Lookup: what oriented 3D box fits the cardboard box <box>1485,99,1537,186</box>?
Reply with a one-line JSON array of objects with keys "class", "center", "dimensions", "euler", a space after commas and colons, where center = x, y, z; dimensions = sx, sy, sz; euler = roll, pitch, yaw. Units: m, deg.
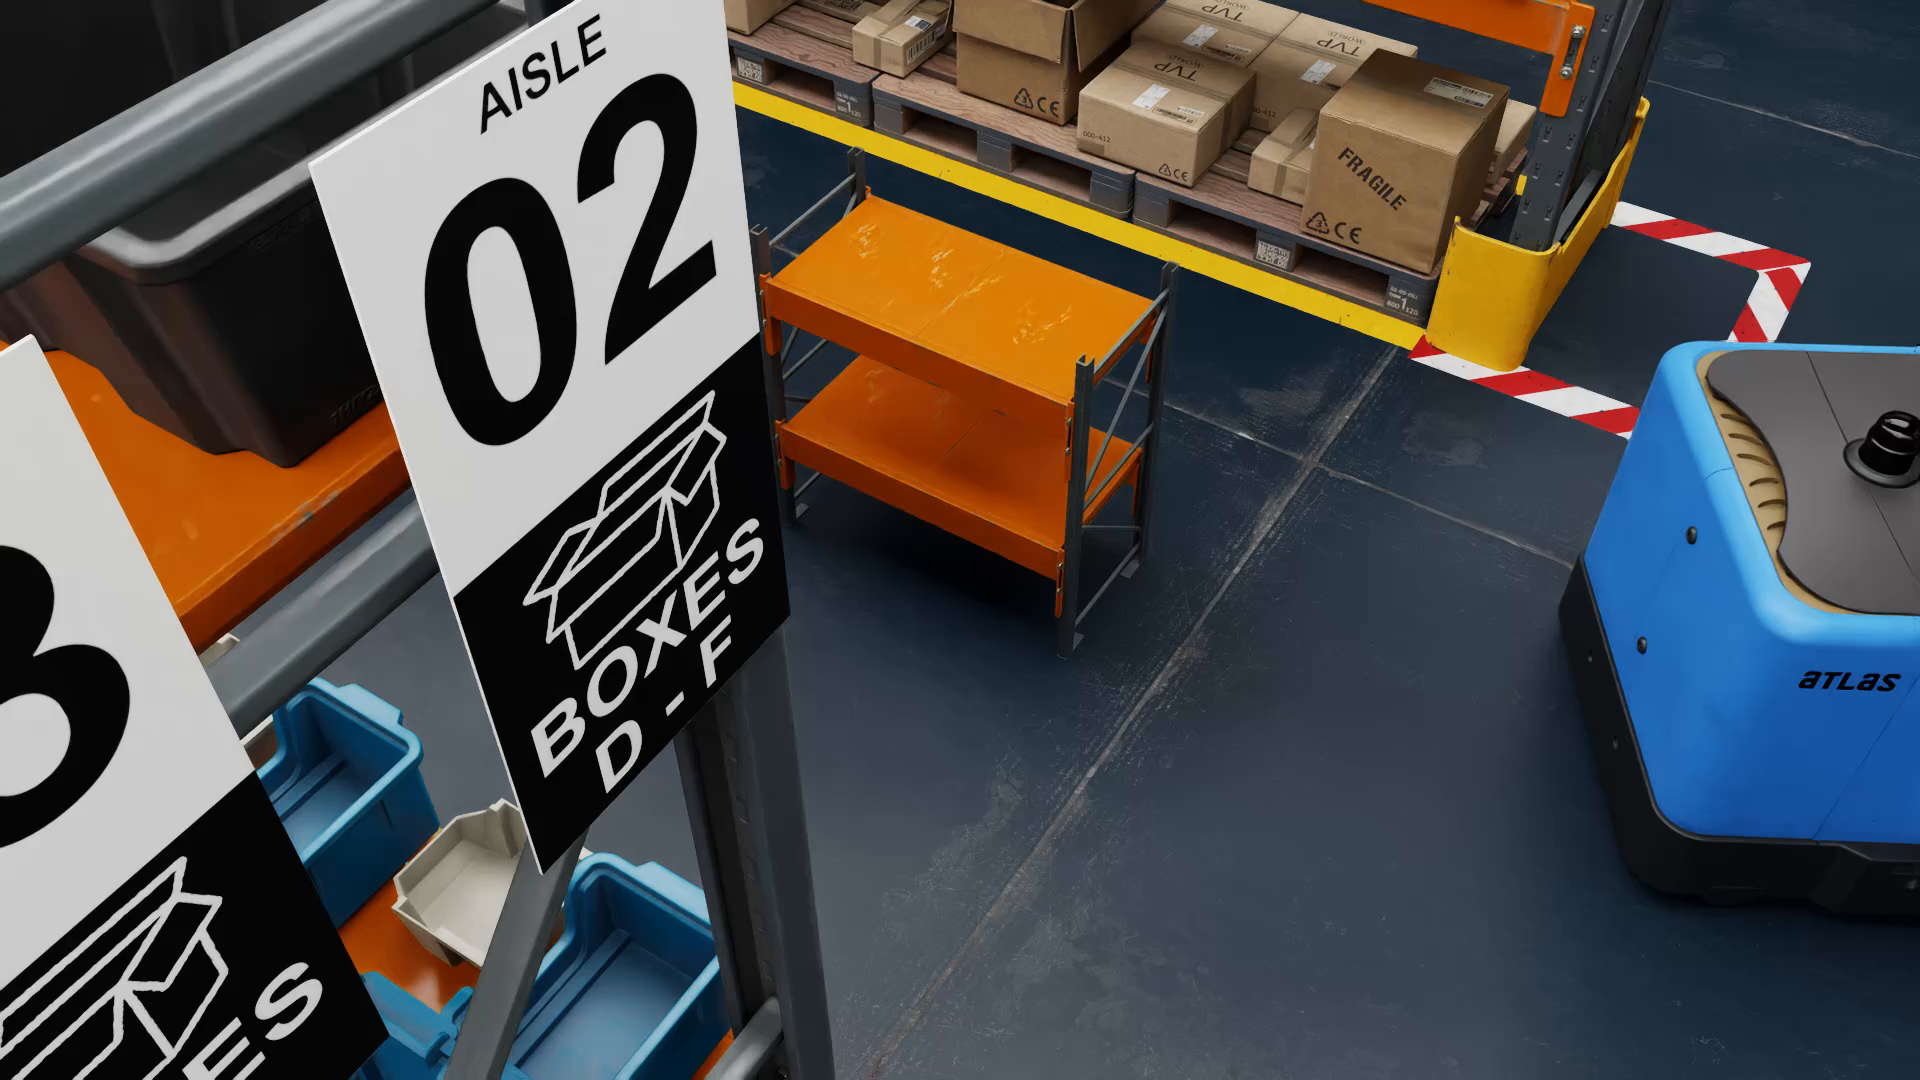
[{"class": "cardboard box", "center": [1.997, -1.535, 6.331], "dimensions": [0.250, 0.149, 0.380], "euler": [25, 51, 22]}]

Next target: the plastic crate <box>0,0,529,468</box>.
[{"class": "plastic crate", "center": [-0.687, -0.334, 1.483], "dimensions": [0.590, 0.269, 0.497], "euler": [25, 51, 22]}]

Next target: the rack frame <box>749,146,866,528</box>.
[{"class": "rack frame", "center": [-0.422, -0.586, 5.035], "dimensions": [0.032, 1.125, 0.500], "euler": [25, 51, 22]}]

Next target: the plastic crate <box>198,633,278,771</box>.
[{"class": "plastic crate", "center": [-1.340, 0.323, 2.987], "dimensions": [0.298, 0.136, 0.250], "euler": [25, 51, 22]}]

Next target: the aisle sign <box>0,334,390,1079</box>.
[{"class": "aisle sign", "center": [-0.611, 0.282, 1.072], "dimensions": [0.004, 0.787, 0.394], "euler": [25, 51, 22]}]

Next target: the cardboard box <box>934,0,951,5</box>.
[{"class": "cardboard box", "center": [0.061, -2.431, 7.089], "dimensions": [0.500, 0.311, 0.500], "euler": [25, 51, 22]}]

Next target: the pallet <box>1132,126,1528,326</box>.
[{"class": "pallet", "center": [1.428, -1.371, 6.436], "dimensions": [1.213, 0.211, 1.003], "euler": [25, 51, 22]}]

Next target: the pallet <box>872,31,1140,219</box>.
[{"class": "pallet", "center": [0.405, -1.844, 6.895], "dimensions": [1.213, 0.211, 1.003], "euler": [25, 51, 22]}]

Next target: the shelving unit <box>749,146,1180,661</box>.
[{"class": "shelving unit", "center": [0.006, -0.389, 4.844], "dimensions": [1.048, 1.125, 0.538], "euler": [25, 51, 22]}]

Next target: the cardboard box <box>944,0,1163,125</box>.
[{"class": "cardboard box", "center": [0.381, -2.114, 6.646], "dimensions": [0.637, 0.503, 0.797], "euler": [25, 51, 22]}]

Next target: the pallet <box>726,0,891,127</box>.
[{"class": "pallet", "center": [-0.626, -2.316, 7.354], "dimensions": [1.213, 0.211, 1.003], "euler": [25, 51, 22]}]

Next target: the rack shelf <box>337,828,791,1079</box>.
[{"class": "rack shelf", "center": [-2.197, 0.459, 3.214], "dimensions": [4.000, 0.370, 1.077], "euler": [25, 51, 22]}]

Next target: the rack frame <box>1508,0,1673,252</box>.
[{"class": "rack frame", "center": [2.164, -2.006, 5.108], "dimensions": [0.127, 3.000, 1.000], "euler": [25, 51, 22]}]

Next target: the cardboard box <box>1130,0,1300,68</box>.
[{"class": "cardboard box", "center": [1.017, -1.970, 6.683], "dimensions": [0.500, 0.250, 0.500], "euler": [25, 51, 22]}]

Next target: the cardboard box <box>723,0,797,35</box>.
[{"class": "cardboard box", "center": [-0.967, -2.478, 7.134], "dimensions": [0.500, 0.311, 0.500], "euler": [25, 51, 22]}]

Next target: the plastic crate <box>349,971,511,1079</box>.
[{"class": "plastic crate", "center": [-0.896, 0.933, 2.185], "dimensions": [0.499, 0.435, 0.616], "euler": [25, 51, 22]}]

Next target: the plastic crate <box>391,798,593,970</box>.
[{"class": "plastic crate", "center": [-0.769, 0.585, 2.732], "dimensions": [0.298, 0.136, 0.250], "euler": [25, 51, 22]}]

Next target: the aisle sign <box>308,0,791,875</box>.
[{"class": "aisle sign", "center": [-0.293, -0.074, 1.418], "dimensions": [0.004, 0.787, 0.394], "euler": [25, 51, 22]}]

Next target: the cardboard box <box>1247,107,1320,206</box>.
[{"class": "cardboard box", "center": [1.281, -1.445, 6.231], "dimensions": [0.250, 0.166, 0.380], "euler": [25, 51, 22]}]

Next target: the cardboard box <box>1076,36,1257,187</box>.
[{"class": "cardboard box", "center": [0.790, -1.649, 6.371], "dimensions": [0.500, 0.250, 0.500], "euler": [25, 51, 22]}]

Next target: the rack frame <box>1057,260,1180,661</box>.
[{"class": "rack frame", "center": [0.434, -0.193, 4.653], "dimensions": [0.032, 1.125, 0.500], "euler": [25, 51, 22]}]

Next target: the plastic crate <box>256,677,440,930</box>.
[{"class": "plastic crate", "center": [-1.098, 0.471, 2.775], "dimensions": [0.300, 0.233, 0.416], "euler": [25, 51, 22]}]

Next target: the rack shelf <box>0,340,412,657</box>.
[{"class": "rack shelf", "center": [-2.197, -0.586, 2.138], "dimensions": [4.000, 0.370, 1.077], "euler": [25, 51, 22]}]

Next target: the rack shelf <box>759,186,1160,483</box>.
[{"class": "rack shelf", "center": [0.006, -0.593, 4.634], "dimensions": [1.000, 0.278, 0.538], "euler": [25, 51, 22]}]

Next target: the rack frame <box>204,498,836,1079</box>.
[{"class": "rack frame", "center": [-0.514, 0.983, 2.203], "dimensions": [0.127, 3.000, 1.000], "euler": [25, 51, 22]}]

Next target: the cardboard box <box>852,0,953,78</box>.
[{"class": "cardboard box", "center": [-0.233, -2.098, 6.866], "dimensions": [0.250, 0.166, 0.380], "euler": [25, 51, 22]}]

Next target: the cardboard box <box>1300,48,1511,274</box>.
[{"class": "cardboard box", "center": [1.573, -1.350, 5.906], "dimensions": [0.500, 0.500, 0.500], "euler": [25, 51, 22]}]

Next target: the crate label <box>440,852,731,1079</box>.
[{"class": "crate label", "center": [-0.544, 0.726, 2.528], "dimensions": [0.303, 0.233, 0.416], "euler": [25, 51, 22]}]

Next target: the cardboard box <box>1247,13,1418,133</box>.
[{"class": "cardboard box", "center": [1.438, -1.776, 6.495], "dimensions": [0.500, 0.250, 0.500], "euler": [25, 51, 22]}]

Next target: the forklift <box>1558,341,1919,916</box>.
[{"class": "forklift", "center": [3.268, -0.394, 3.589], "dimensions": [3.031, 2.935, 1.130], "euler": [2, 46, 2]}]

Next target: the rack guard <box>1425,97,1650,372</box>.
[{"class": "rack guard", "center": [2.100, -1.164, 6.033], "dimensions": [0.348, 0.500, 1.175], "euler": [25, 51, 22]}]

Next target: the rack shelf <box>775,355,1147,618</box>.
[{"class": "rack shelf", "center": [0.006, -0.219, 5.019], "dimensions": [1.000, 0.278, 0.538], "euler": [25, 51, 22]}]

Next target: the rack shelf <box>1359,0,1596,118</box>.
[{"class": "rack shelf", "center": [0.480, -2.529, 6.118], "dimensions": [4.000, 0.370, 1.077], "euler": [25, 51, 22]}]
